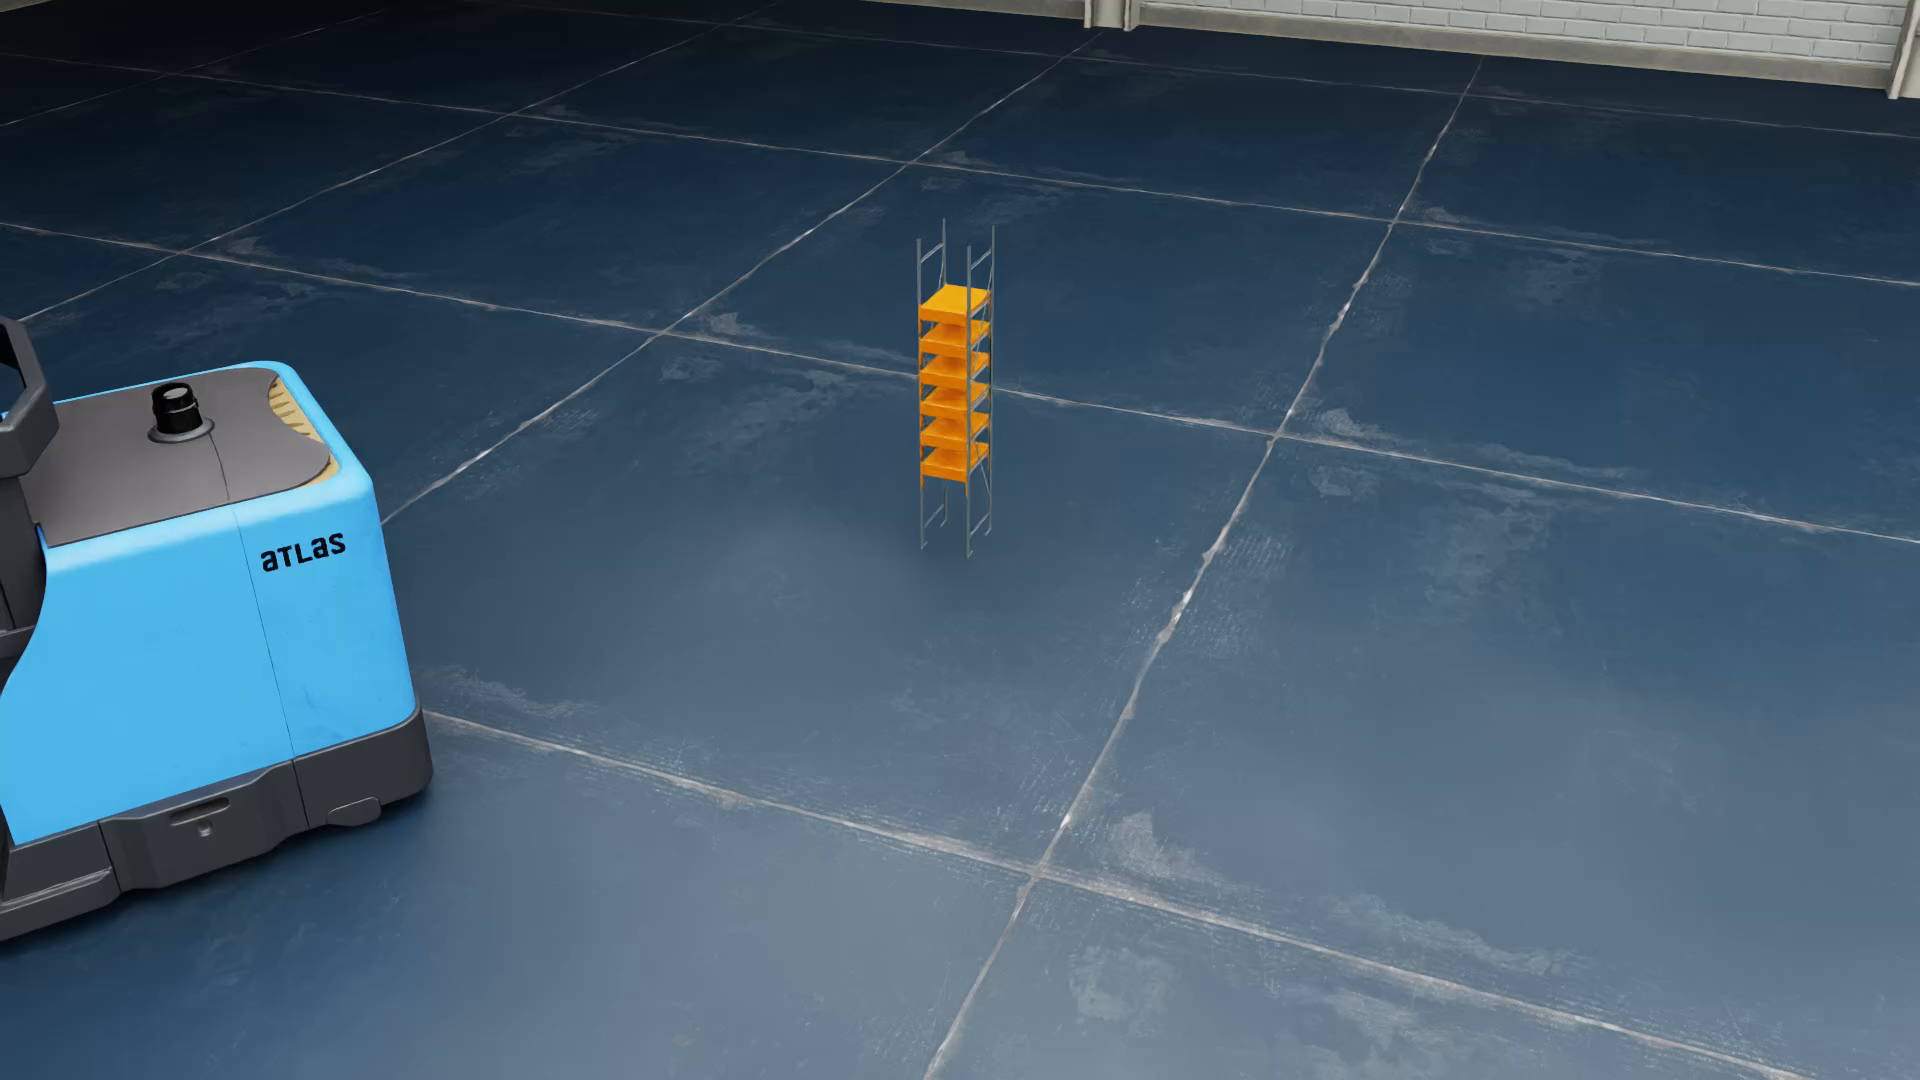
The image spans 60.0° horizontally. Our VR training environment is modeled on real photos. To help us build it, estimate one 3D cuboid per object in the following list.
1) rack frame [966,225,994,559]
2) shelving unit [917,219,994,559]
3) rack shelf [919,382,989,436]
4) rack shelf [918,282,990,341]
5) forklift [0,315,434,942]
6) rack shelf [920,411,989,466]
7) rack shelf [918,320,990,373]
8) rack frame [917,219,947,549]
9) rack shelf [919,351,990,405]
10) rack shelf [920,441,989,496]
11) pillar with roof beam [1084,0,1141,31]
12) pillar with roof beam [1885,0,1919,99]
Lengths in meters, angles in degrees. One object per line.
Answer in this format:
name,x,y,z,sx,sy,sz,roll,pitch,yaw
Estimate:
rack frame,0.071,-0.508,5.930,0.006,1.200,0.240,11,31,19
shelving unit,-0.013,-0.525,5.959,0.189,1.200,0.258,11,31,19
rack shelf,-0.013,-0.486,5.981,0.180,0.103,0.258,11,31,19
rack shelf,-0.013,-0.800,5.804,0.180,0.103,0.258,11,31,19
forklift,-3.065,-0.318,3.834,3.031,2.935,1.130,-17,34,-28
rack shelf,-0.013,-0.382,6.040,0.180,0.103,0.258,11,31,19
rack shelf,-0.013,-0.695,5.863,0.180,0.103,0.258,11,31,19
rack frame,-0.098,-0.542,5.989,0.006,1.200,0.240,11,31,19
rack shelf,-0.013,-0.591,5.922,0.180,0.103,0.258,11,31,19
rack shelf,-0.013,-0.277,6.099,0.180,0.103,0.258,11,31,19
pillar with roof beam,-0.357,-6.227,8.122,0.400,9.000,9.100,11,31,19
pillar with roof beam,5.203,-5.117,6.158,0.400,9.000,9.100,11,31,19
